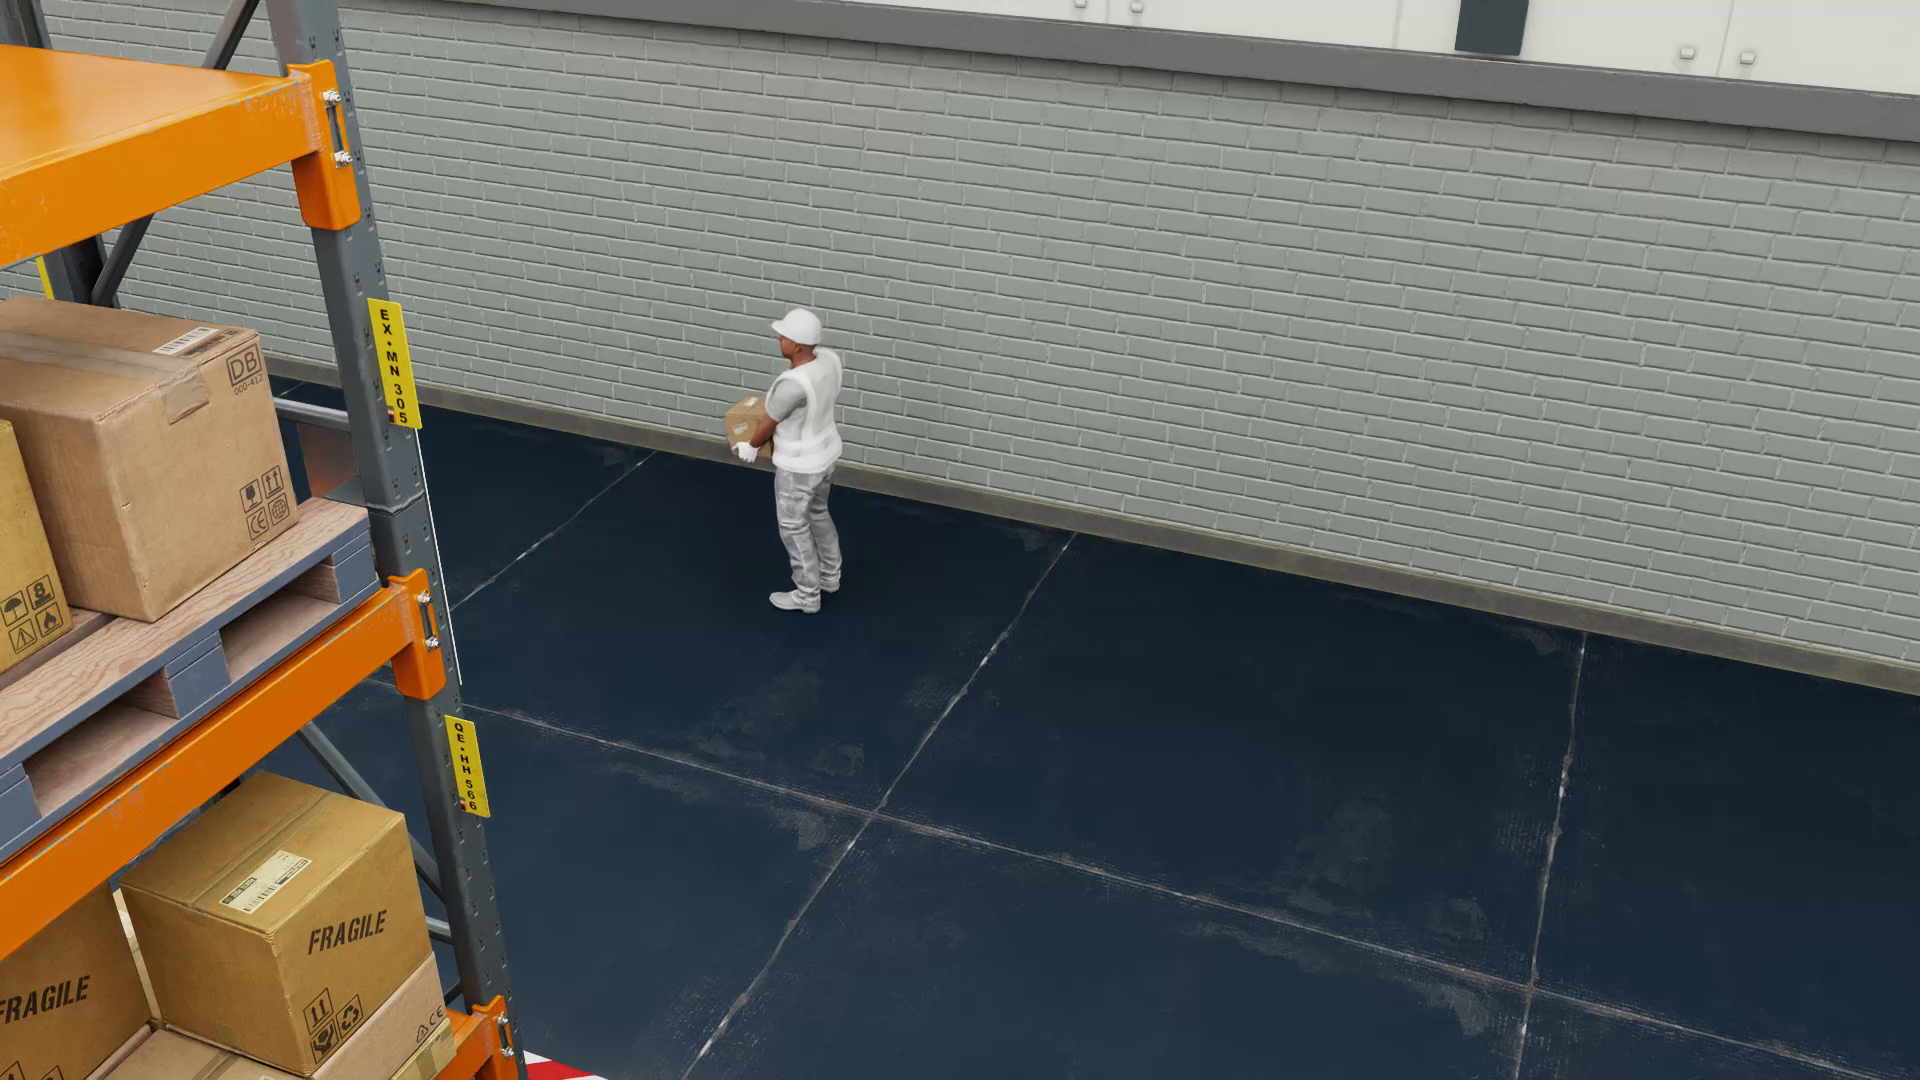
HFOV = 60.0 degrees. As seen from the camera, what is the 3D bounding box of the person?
[{"bbox_3d":[-0.948,-0.461,9.201,0.565,1.781,0.470,11,31,19],"label":"person"}]
